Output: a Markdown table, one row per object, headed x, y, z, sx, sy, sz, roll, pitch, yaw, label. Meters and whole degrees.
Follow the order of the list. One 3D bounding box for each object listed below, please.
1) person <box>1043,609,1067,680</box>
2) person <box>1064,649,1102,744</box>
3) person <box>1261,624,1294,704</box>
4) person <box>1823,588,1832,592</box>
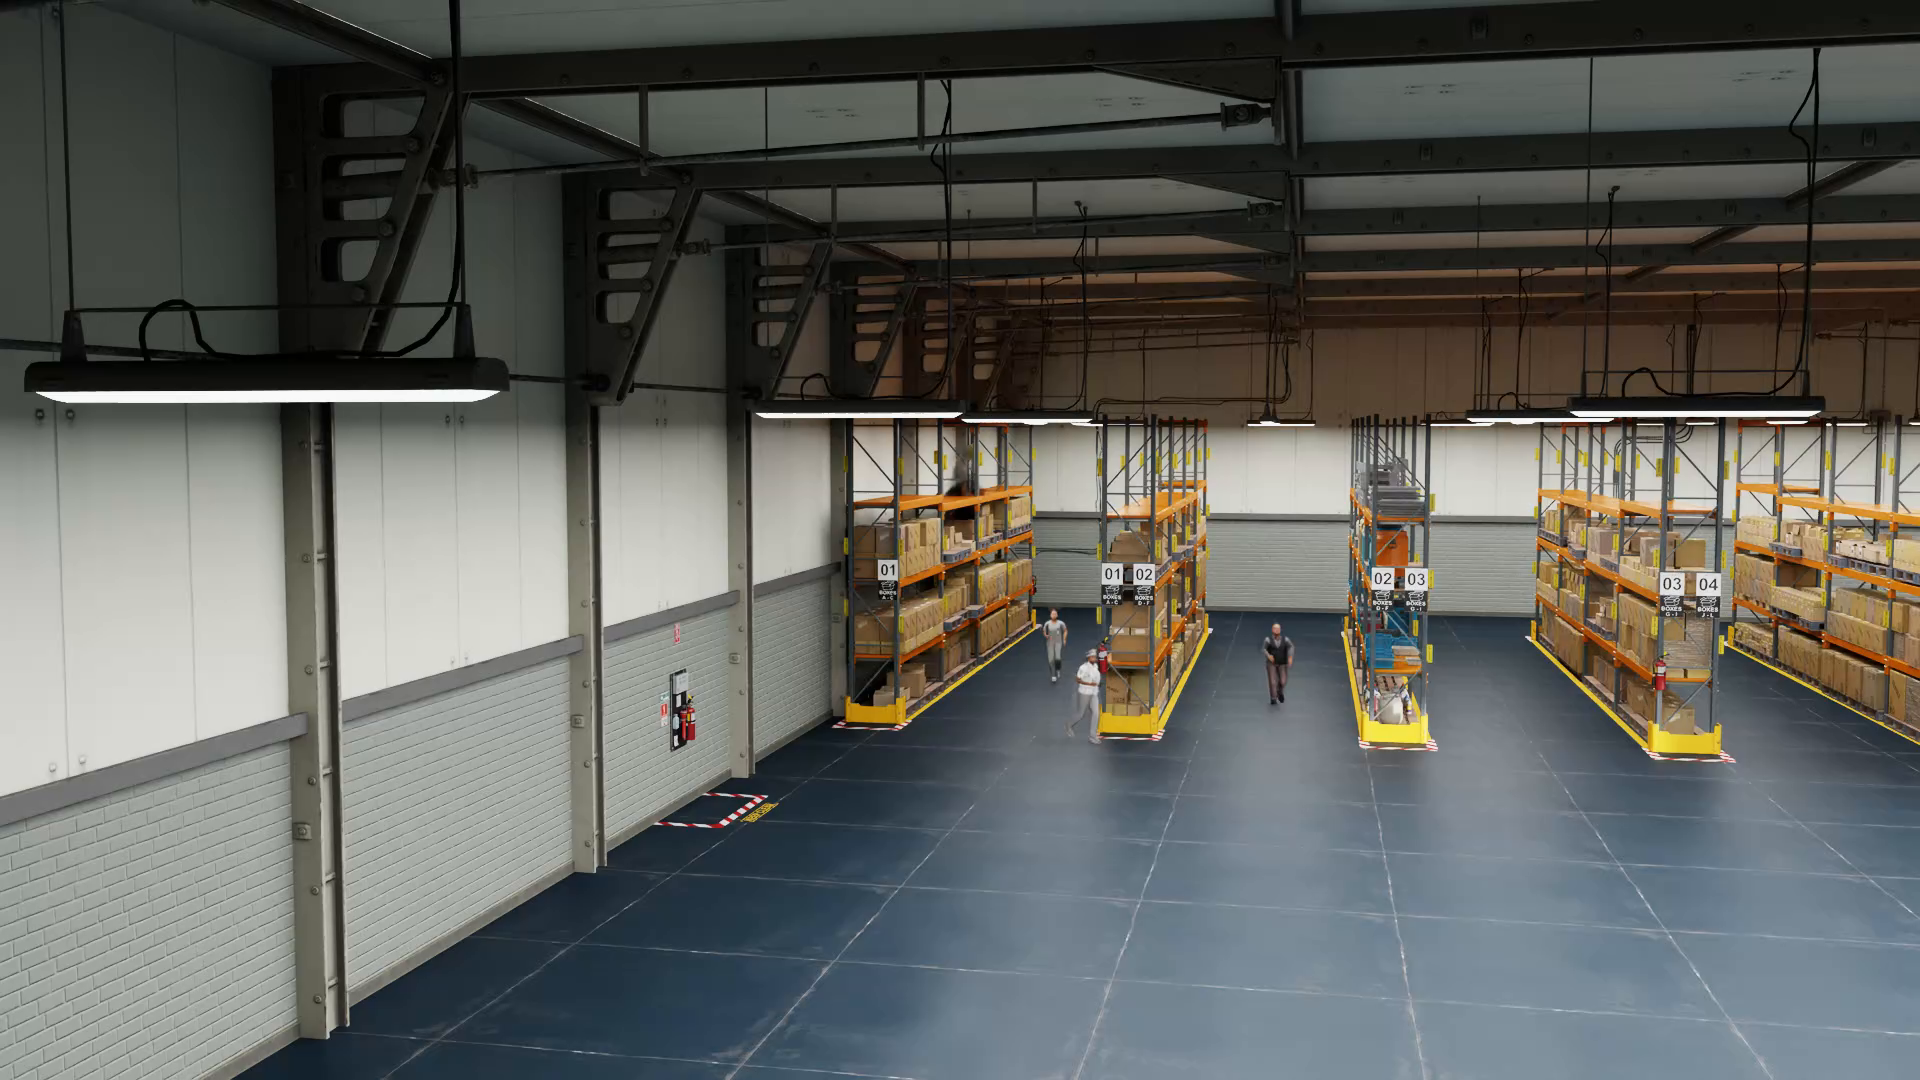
| x | y | z | sx | sy | sz | roll | pitch | yaw | label |
| --- | --- | --- | --- | --- | --- | --- | --- | --- | --- |
| 2.151 | 2.398 | 37.746 | 0.550 | 1.612 | 0.571 | 0 | 4 | 7 | person |
| 2.344 | 2.844 | 30.563 | 0.591 | 1.712 | 0.856 | -3 | 5 | -38 | person |
| 6.574 | 2.581 | 34.386 | 0.699 | 1.679 | 0.584 | 0 | 4 | 4 | person |
| 22.139 | 2.034 | 42.428 | 0.659 | 1.731 | 0.635 | 0 | 4 | 2 | person |
